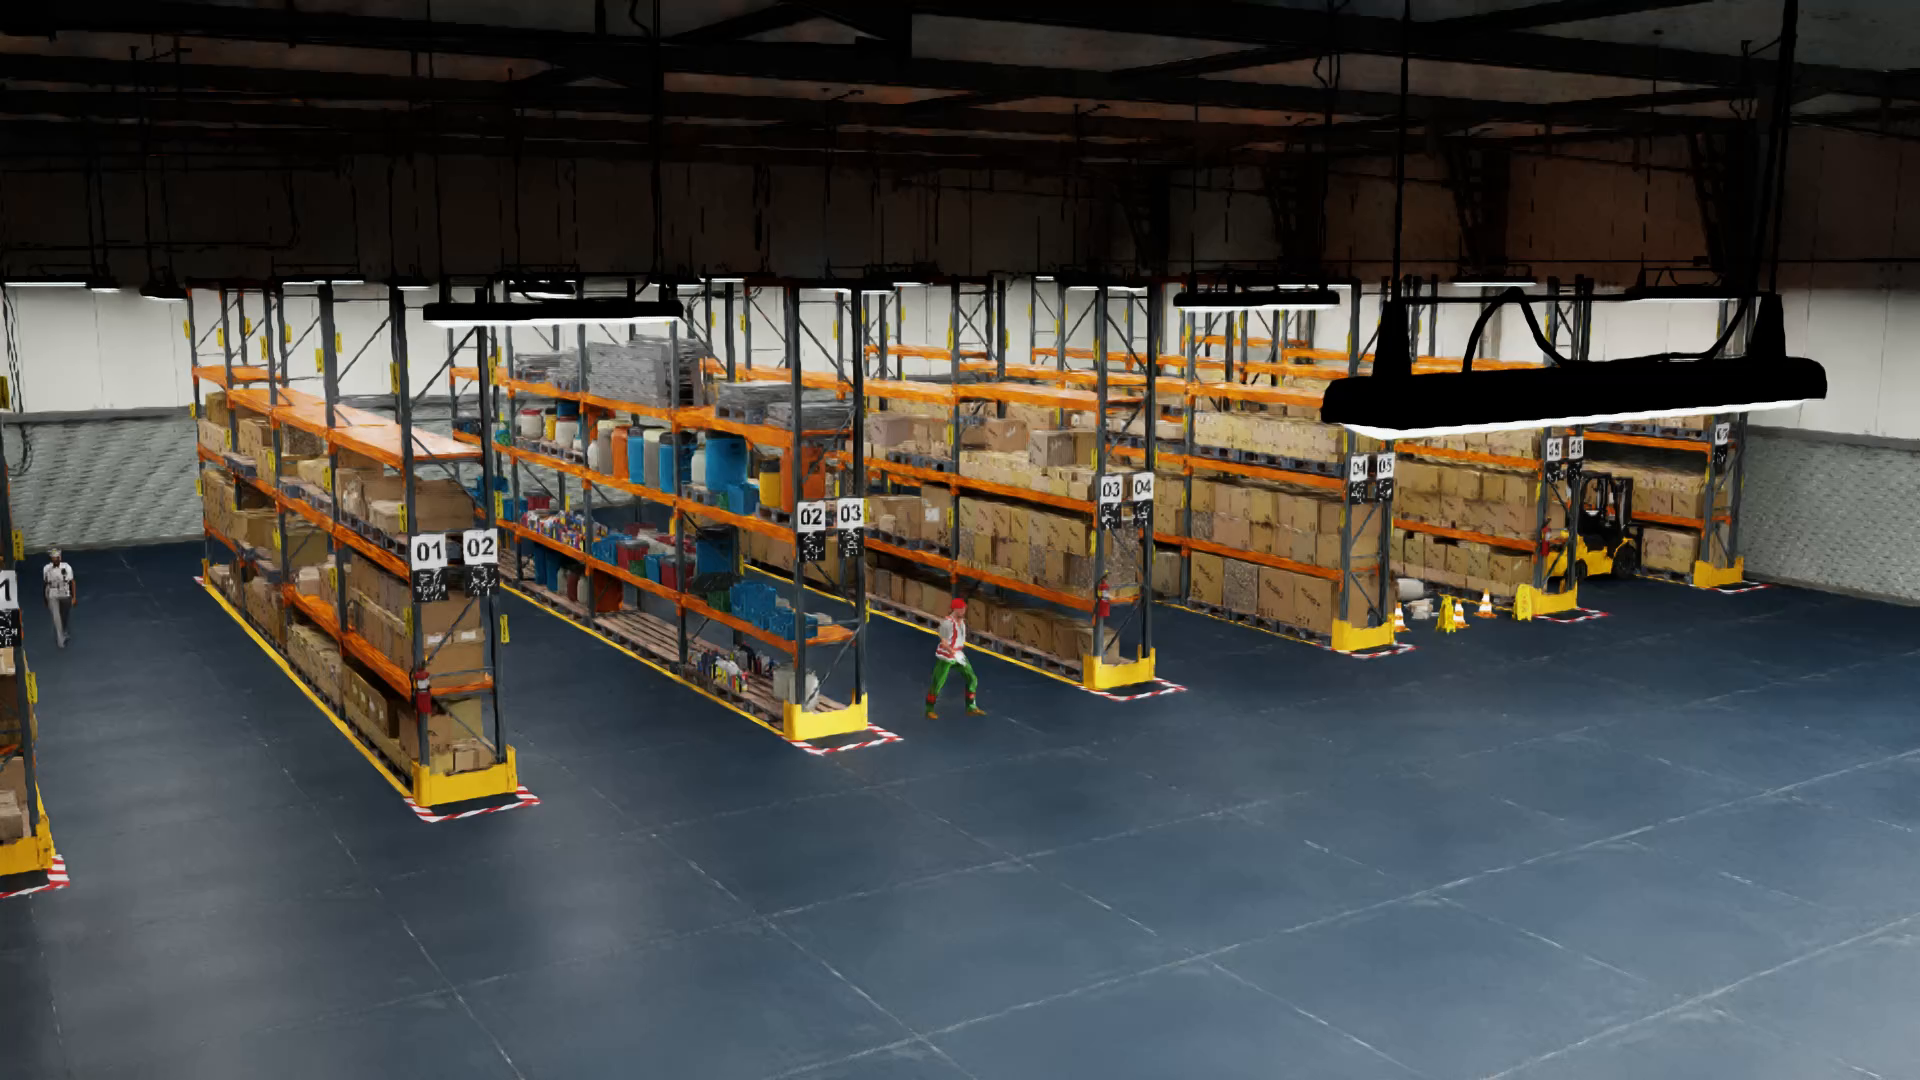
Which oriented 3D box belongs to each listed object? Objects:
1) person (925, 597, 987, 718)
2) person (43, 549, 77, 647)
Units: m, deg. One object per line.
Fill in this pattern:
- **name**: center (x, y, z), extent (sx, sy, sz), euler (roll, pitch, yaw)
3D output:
- **person**: center (-0.107, 1.630, 23.086), extent (0.774, 1.727, 0.675), euler (7, 12, 36)
- **person**: center (-14.930, 0.921, 27.603), extent (0.461, 1.626, 0.999), euler (-6, 11, -33)
